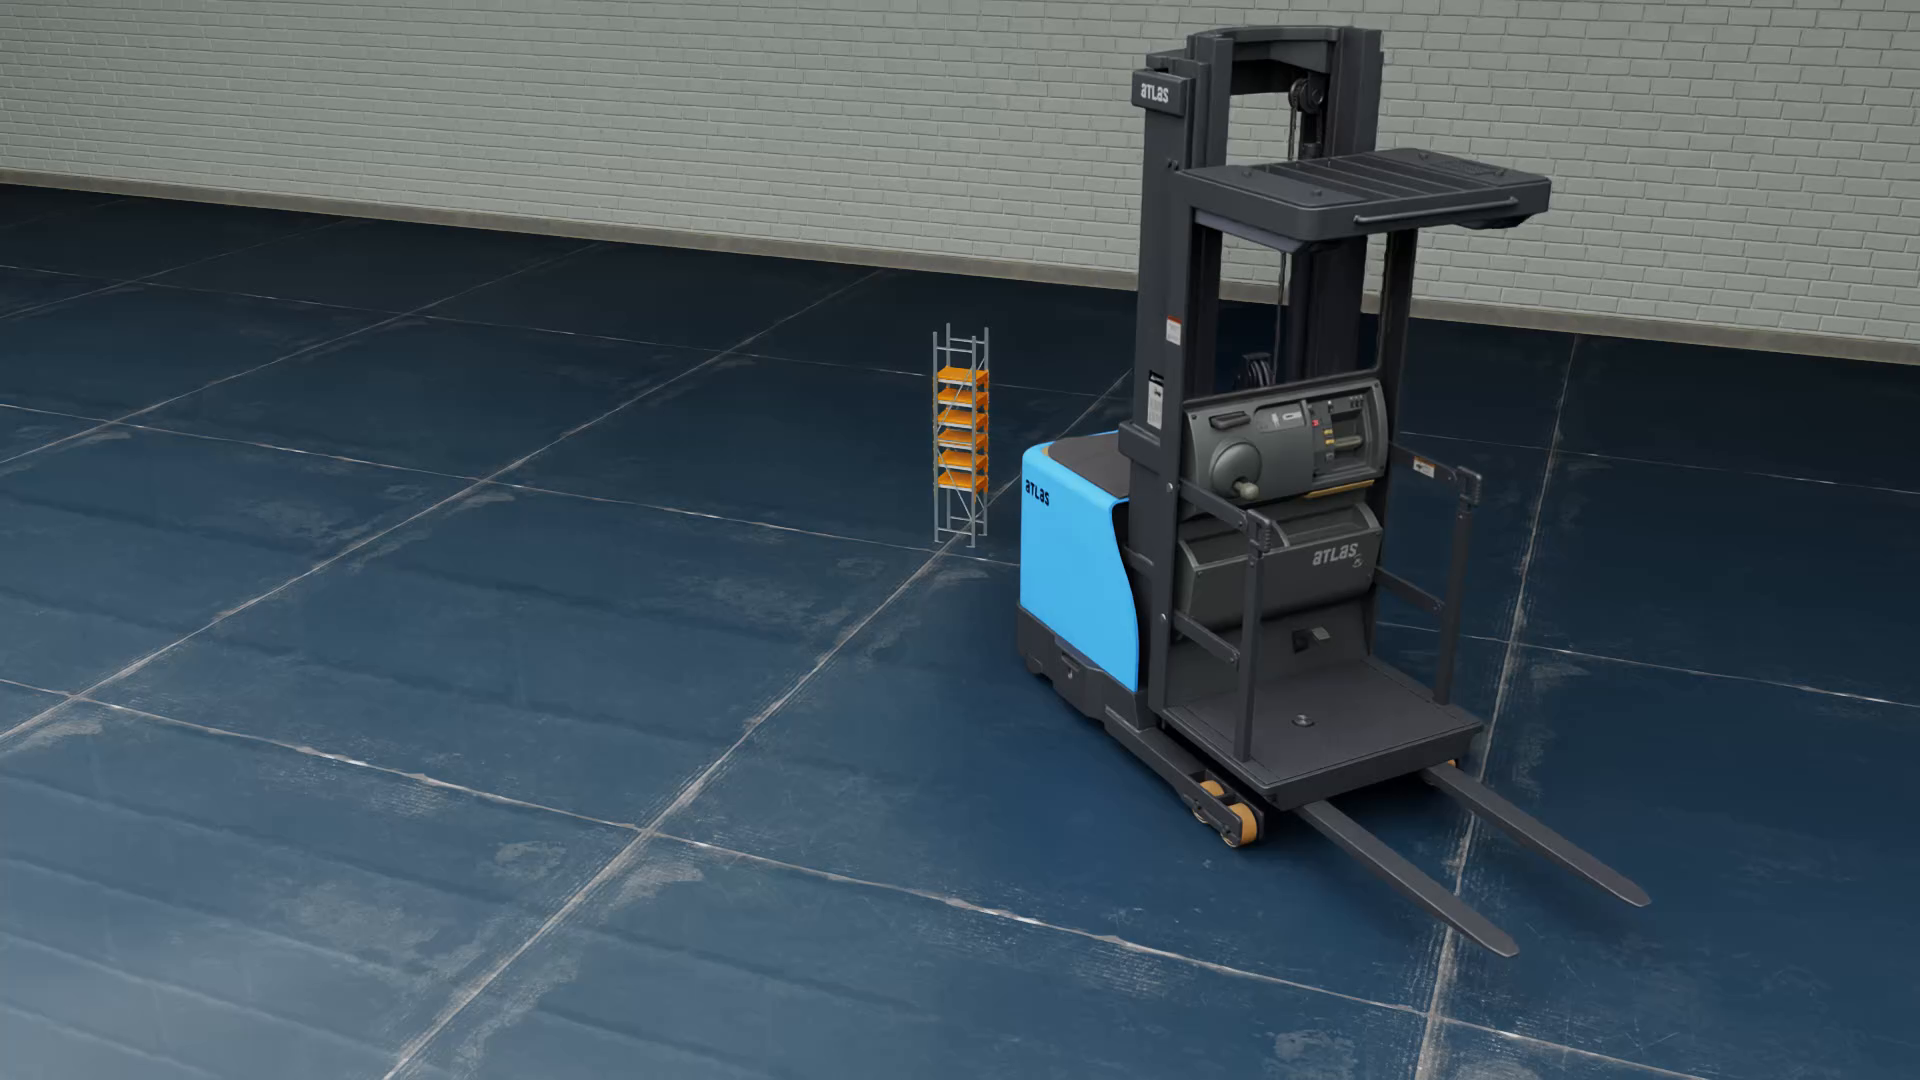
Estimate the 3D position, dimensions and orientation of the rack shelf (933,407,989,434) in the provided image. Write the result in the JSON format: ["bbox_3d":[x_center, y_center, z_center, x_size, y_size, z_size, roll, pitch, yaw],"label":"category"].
[{"bbox_3d":[0.005,-0.629,9.002,0.258,0.103,0.180,9,24,20],"label":"rack shelf"}]

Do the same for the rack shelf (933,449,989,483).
[{"bbox_3d":[0.005,-0.407,9.095,0.258,0.103,0.180,9,24,20],"label":"rack shelf"}]

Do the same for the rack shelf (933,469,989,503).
[{"bbox_3d":[0.005,-0.296,9.141,0.258,0.103,0.180,9,24,20],"label":"rack shelf"}]

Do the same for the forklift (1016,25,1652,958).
[{"bbox_3d":[1.386,-0.365,6.320,1.130,2.935,3.031,-11,25,-25],"label":"forklift"}]

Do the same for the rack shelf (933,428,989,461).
[{"bbox_3d":[0.005,-0.518,9.048,0.258,0.103,0.180,9,24,20],"label":"rack shelf"}]

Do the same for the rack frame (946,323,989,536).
[{"bbox_3d":[0.039,-0.592,9.110,0.240,1.200,0.006,9,24,20],"label":"rack frame"}]

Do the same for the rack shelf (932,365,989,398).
[{"bbox_3d":[0.005,-0.850,8.910,0.258,0.103,0.180,9,24,20],"label":"rack shelf"}]

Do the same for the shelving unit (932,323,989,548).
[{"bbox_3d":[0.005,-0.559,9.031,0.258,1.200,0.189,9,24,20],"label":"shelving unit"}]

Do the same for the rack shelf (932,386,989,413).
[{"bbox_3d":[0.005,-0.739,8.956,0.258,0.103,0.180,9,24,20],"label":"rack shelf"}]

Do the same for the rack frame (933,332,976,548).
[{"bbox_3d":[-0.029,-0.526,8.953,0.240,1.200,0.006,9,24,20],"label":"rack frame"}]
